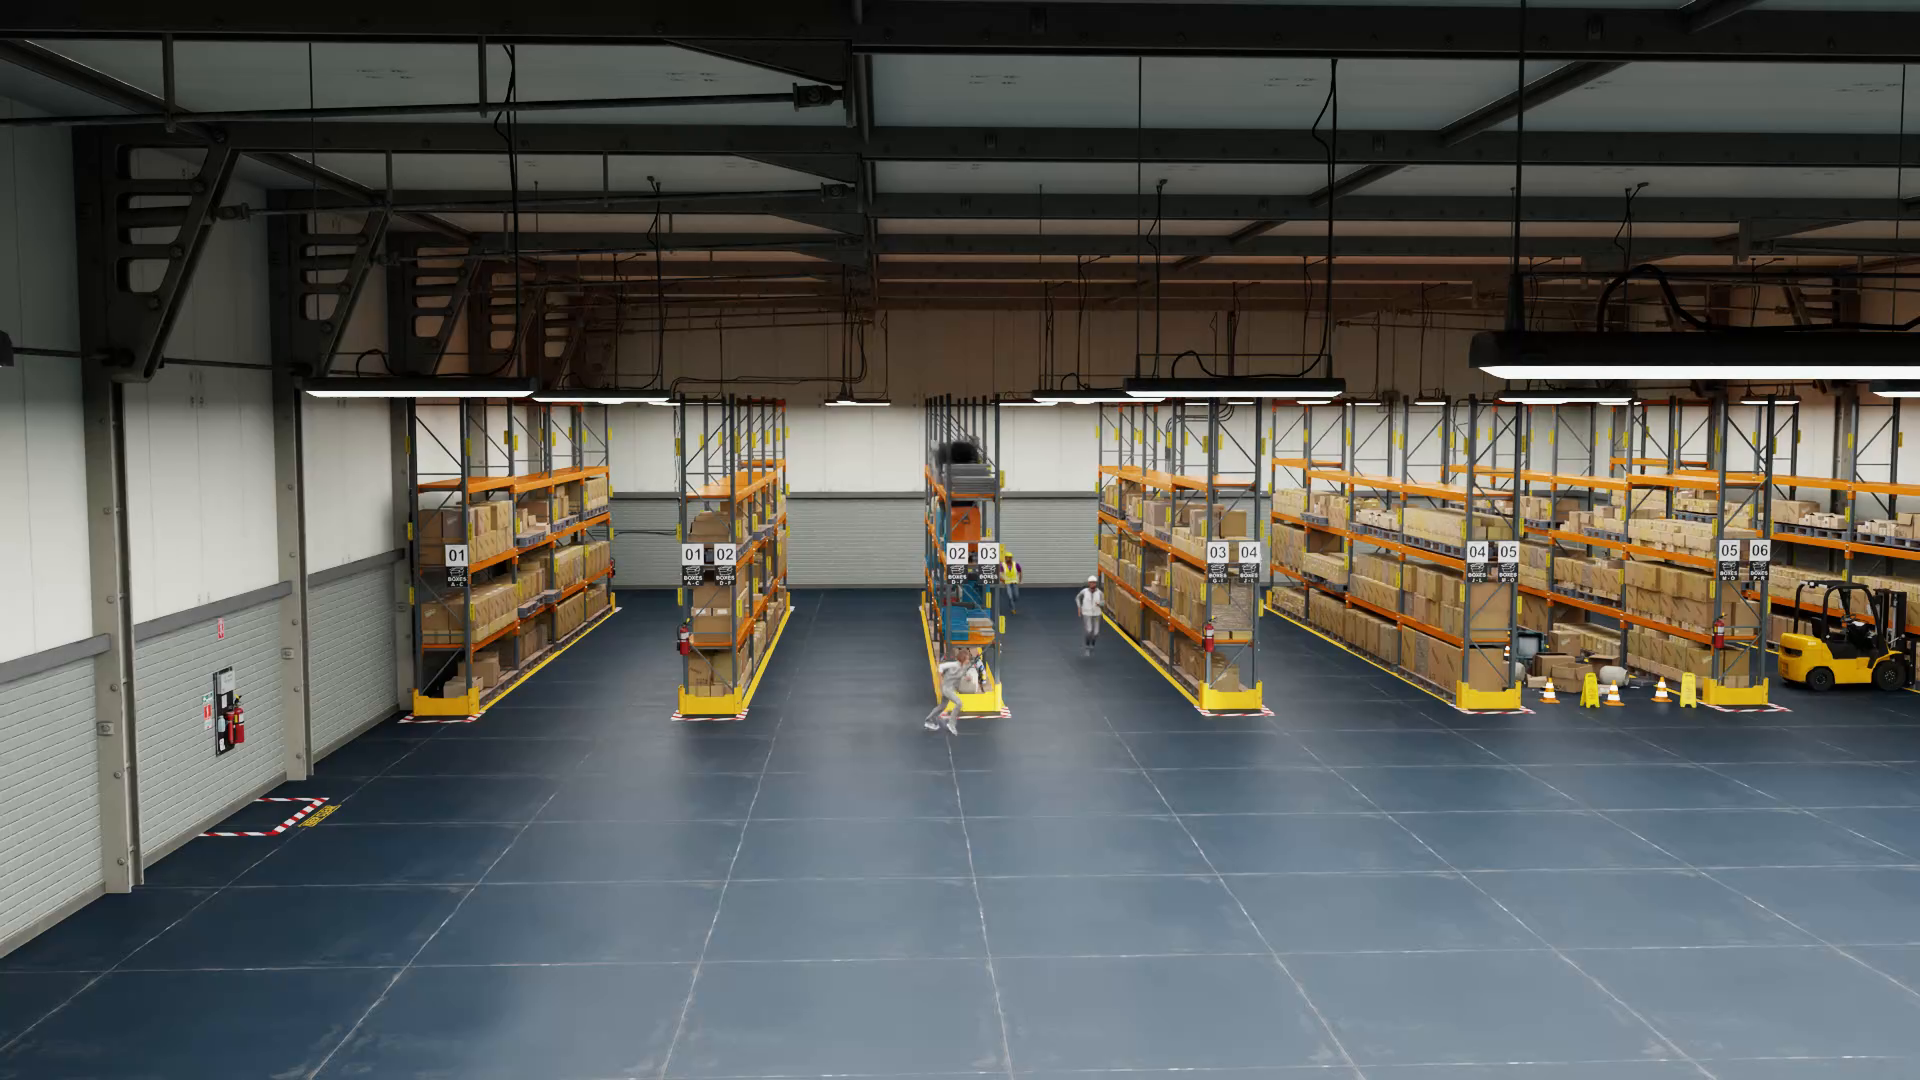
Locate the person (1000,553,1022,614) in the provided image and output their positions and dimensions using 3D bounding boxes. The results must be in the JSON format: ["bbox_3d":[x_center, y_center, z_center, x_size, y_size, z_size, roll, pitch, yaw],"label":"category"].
[{"bbox_3d":[1.385,1.205,46.397,0.728,1.716,0.573,-1,5,-13],"label":"person"}]

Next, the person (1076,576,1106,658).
[{"bbox_3d":[2.956,1.715,37.350,0.616,1.826,0.719,-1,5,-10],"label":"person"}]

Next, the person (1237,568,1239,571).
[{"bbox_3d":[8.301,1.064,48.531,0.590,1.720,0.665,3,5,31],"label":"person"}]

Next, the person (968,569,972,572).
[{"bbox_3d":[0.213,0.952,49.816,0.770,1.802,0.668,1,5,18],"label":"person"}]

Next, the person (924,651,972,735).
[{"bbox_3d":[-0.220,2.691,29.210,0.906,1.507,0.575,2,5,24],"label":"person"}]
